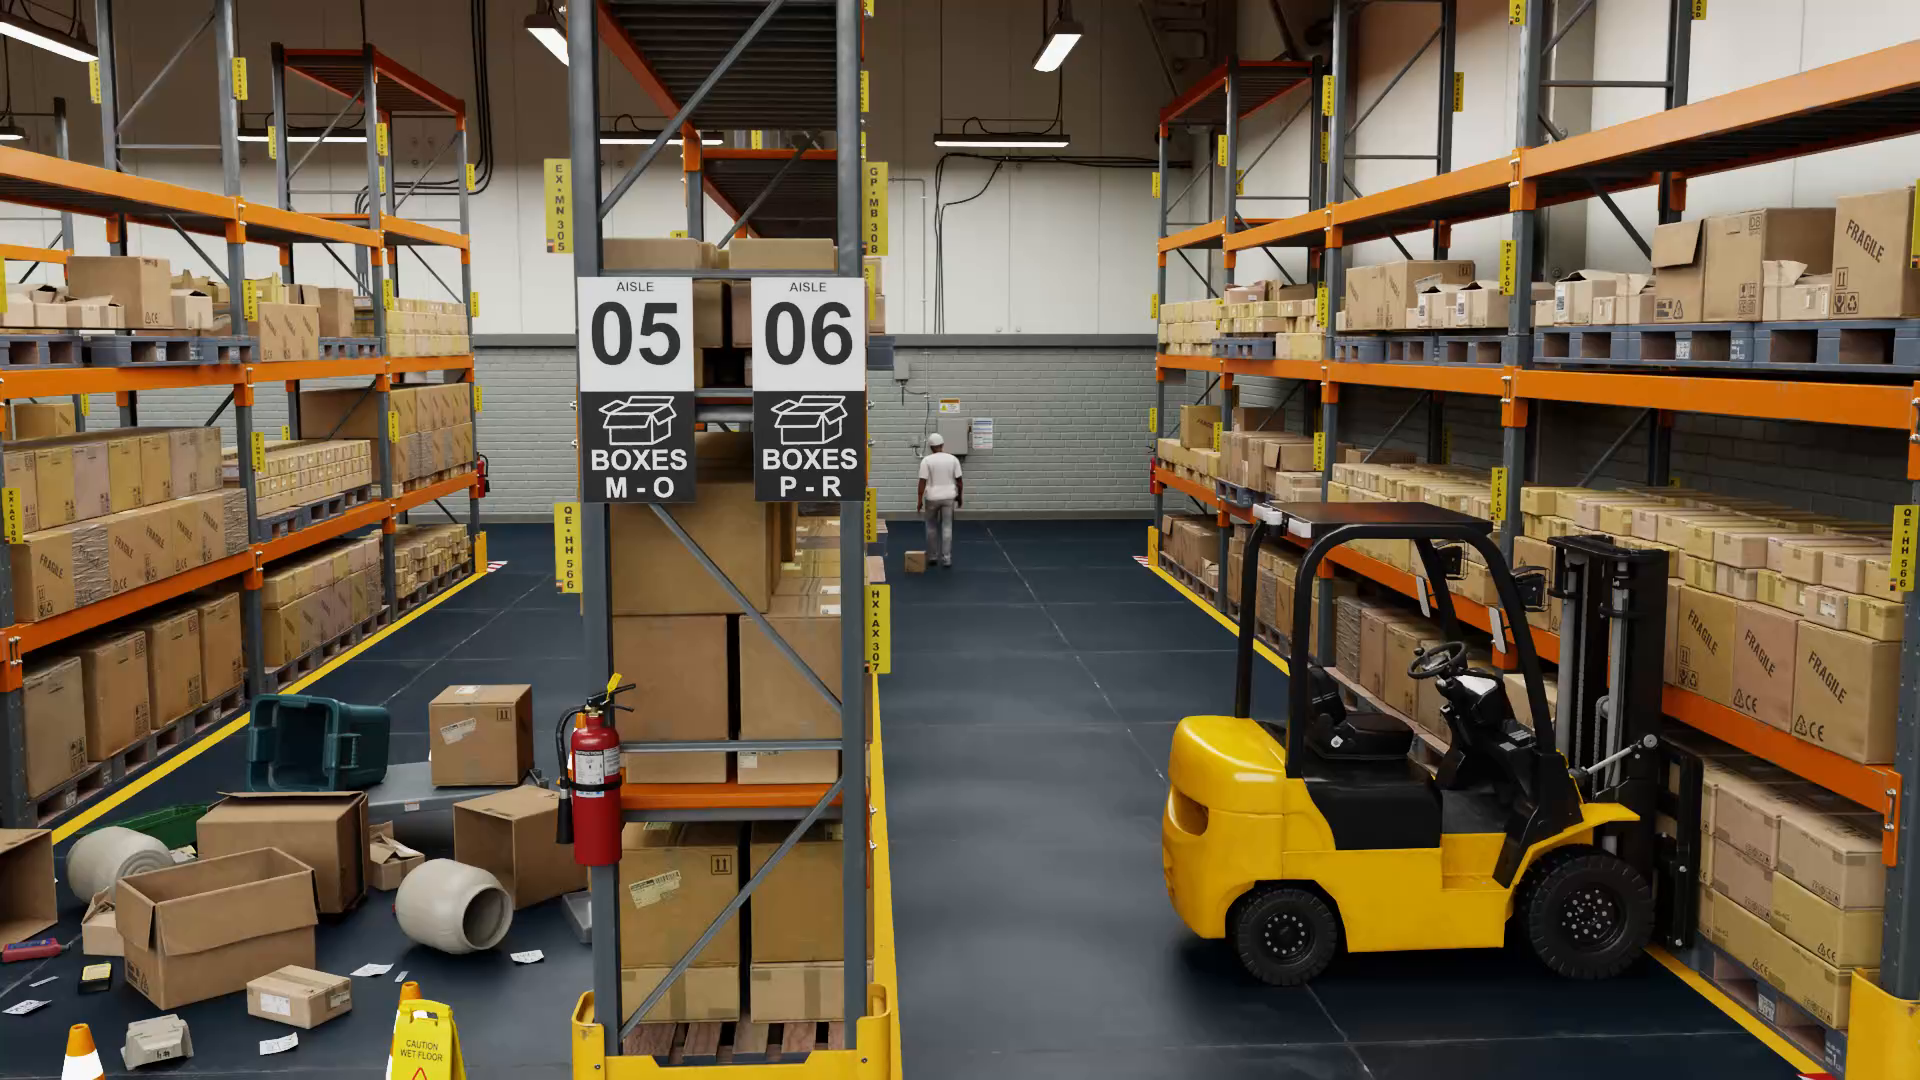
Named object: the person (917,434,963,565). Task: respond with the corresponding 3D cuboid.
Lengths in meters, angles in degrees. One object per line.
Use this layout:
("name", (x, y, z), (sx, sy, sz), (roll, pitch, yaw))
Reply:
("person", (-0.275, -0.523, 22.135), (0.645, 1.796, 0.779), (-1, 7, -9))
